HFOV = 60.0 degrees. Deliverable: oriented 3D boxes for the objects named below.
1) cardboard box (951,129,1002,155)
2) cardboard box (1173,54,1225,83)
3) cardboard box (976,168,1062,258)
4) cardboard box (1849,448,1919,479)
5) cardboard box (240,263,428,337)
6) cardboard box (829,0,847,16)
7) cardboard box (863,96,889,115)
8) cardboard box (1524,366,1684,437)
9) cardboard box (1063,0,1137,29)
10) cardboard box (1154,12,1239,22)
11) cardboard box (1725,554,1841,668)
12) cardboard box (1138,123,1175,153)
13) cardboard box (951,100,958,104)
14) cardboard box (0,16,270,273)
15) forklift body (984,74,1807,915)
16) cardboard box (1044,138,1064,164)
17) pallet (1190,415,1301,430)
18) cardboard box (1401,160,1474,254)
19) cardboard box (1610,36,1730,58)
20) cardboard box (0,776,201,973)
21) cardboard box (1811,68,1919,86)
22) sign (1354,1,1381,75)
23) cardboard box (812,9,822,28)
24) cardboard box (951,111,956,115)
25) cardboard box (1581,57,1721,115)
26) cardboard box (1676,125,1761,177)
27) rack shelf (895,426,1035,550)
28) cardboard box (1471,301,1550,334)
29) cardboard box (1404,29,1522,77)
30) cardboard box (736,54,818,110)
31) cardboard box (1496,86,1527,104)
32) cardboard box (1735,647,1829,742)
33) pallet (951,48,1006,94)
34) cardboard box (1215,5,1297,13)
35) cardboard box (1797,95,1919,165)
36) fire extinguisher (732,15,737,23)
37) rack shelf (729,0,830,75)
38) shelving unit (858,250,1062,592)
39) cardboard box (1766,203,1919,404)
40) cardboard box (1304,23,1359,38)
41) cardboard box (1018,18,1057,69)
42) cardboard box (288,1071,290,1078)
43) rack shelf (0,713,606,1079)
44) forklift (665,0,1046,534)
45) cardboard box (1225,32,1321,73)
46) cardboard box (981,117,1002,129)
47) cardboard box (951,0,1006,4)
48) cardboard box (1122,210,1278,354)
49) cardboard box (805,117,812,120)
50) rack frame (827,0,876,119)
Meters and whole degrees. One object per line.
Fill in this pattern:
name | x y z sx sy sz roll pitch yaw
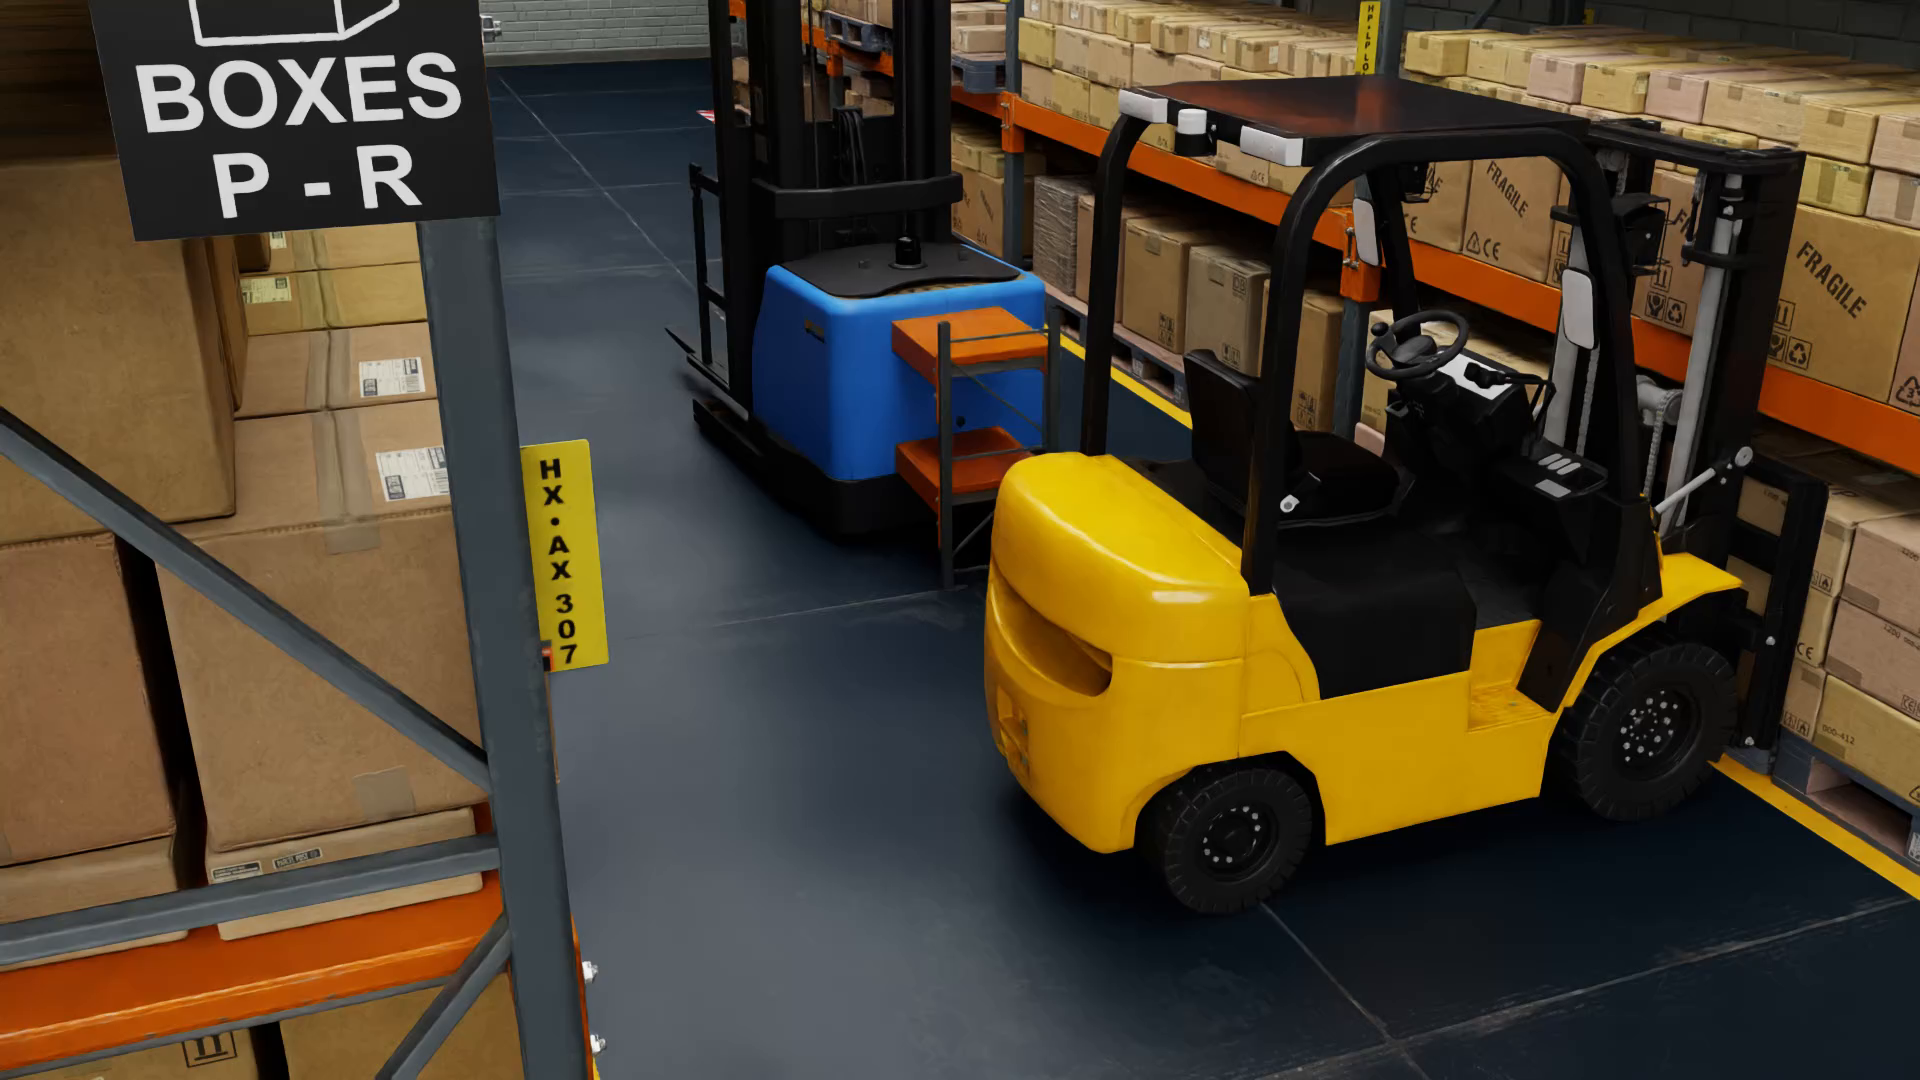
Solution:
cardboard box | 0.138 -2.874 12.050 0.380 0.149 0.250 -8 24 -17
cardboard box | 1.415 -2.314 8.428 0.500 0.250 0.500 -8 24 -18
cardboard box | 0.427 -2.256 11.419 0.500 0.500 0.500 -8 24 -17
cardboard box | 3.265 -0.136 5.422 0.500 0.250 0.500 -9 24 -19
cardboard box | -1.313 -0.267 3.510 0.500 0.500 0.500 -9 24 -20
cardboard box | -0.674 -4.577 13.578 0.700 0.500 0.500 -8 24 -18
cardboard box | -0.587 -3.627 13.837 0.380 0.149 0.250 -9 24 -20
cardboard box | 2.426 -0.439 6.142 0.500 0.250 0.500 -7 24 -17
cardboard box | 0.825 -3.092 9.761 0.380 0.149 0.250 -8 24 -18
cardboard box | 1.263 -2.730 8.902 0.380 0.149 0.250 -8 24 -19
cardboard box | 2.770 0.157 5.371 0.500 0.250 0.500 -9 24 -20
cardboard box | 1.249 -2.268 8.962 0.500 0.250 0.500 -8 24 -17
cardboard box | 0.072 -3.519 13.579 0.380 0.149 0.250 -10 25 -22
cardboard box | -1.918 -0.857 3.622 0.700 0.500 0.500 -9 24 -19
forklift body | 1.227 -0.231 5.029 2.313 2.155 1.214 -8 24 -19
cardboard box | 0.816 -2.763 11.787 0.380 0.149 0.250 -8 24 -17
pallet | 1.894 -0.614 8.436 1.003 0.211 1.213 -8 24 -19
cardboard box | 2.103 -1.486 6.785 0.500 0.500 0.500 -9 24 -20
cardboard box | 2.742 -1.853 6.438 0.380 0.149 0.250 -9 24 -19
cardboard box | -1.371 0.508 2.506 0.380 0.149 0.250 -8 24 -17
cardboard box | 3.069 -1.478 5.549 0.380 0.149 0.250 -8 24 -17
sign | 1.687 -2.056 6.877 0.100 0.325 0.005 -8 24 -19
cardboard box | -1.096 -4.601 14.627 0.380 0.149 0.250 -8 24 -18
cardboard box | -0.238 -3.252 12.945 0.380 0.149 0.250 -7 24 -17
cardboard box | 2.413 -1.590 5.814 0.380 0.149 0.250 -9 24 -20
cardboard box | 2.585 -1.265 5.426 0.380 0.149 0.250 -9 24 -20
rack shelf | -0.018 -0.310 7.145 0.538 0.278 1.000 -9 25 -18
cardboard box | 2.546 -0.872 7.169 0.500 0.250 0.500 -8 24 -18
cardboard box | 2.026 -1.962 6.697 0.380 0.149 0.250 -8 24 -18
cardboard box | -1.921 -4.805 17.462 0.797 0.503 0.637 -9 25 -21
cardboard box | 2.268 -1.645 6.328 0.380 0.149 0.250 -8 24 -19
cardboard box | 2.807 0.398 5.444 0.500 0.250 0.500 -8 24 -18
pallet | 0.473 -3.239 11.319 1.213 0.211 1.003 -8 24 -19
cardboard box | 1.651 -2.898 9.300 0.380 0.149 0.250 -9 24 -20
cardboard box | 2.736 -1.217 4.928 0.380 0.149 0.250 -8 24 -18
fire extinguisher | -2.533 -5.780 17.680 0.296 0.674 0.183 -8 24 -19
rack shelf | -1.342 -4.939 16.032 1.077 0.370 4.000 -8 24 -19
shelving unit | -0.020 -0.534 7.047 0.538 1.125 1.048 -9 25 -18
cardboard box | 2.828 -0.748 5.035 0.500 0.500 0.500 -9 24 -20
cardboard box | 1.960 -2.519 8.399 0.380 0.149 0.250 -8 24 -19
cardboard box | 0.683 -3.053 10.182 0.500 0.250 0.500 -8 24 -19
cardboard box | -1.751 1.126 3.715 0.500 0.250 0.500 -8 24 -19
rack shelf | -1.745 0.104 4.068 1.077 0.370 4.000 -8 24 -19
forklift | -0.724 -1.913 8.016 1.130 2.935 3.031 -11 25 -24
cardboard box | 1.500 -2.340 7.977 0.380 0.149 0.250 -9 25 -21
cardboard box | 0.378 -3.126 12.646 0.380 0.149 0.250 -8 24 -19
cardboard box | 0.028 -3.899 11.965 0.797 0.503 0.637 -9 24 -20
cardboard box | 1.462 -1.480 9.416 0.875 0.625 0.625 -9 25 -21
cardboard box | -1.233 -3.769 15.310 0.396 0.266 0.258 -7 24 -17
rack frame | -0.635 -4.544 14.168 1.000 3.000 0.127 -8 24 -19
